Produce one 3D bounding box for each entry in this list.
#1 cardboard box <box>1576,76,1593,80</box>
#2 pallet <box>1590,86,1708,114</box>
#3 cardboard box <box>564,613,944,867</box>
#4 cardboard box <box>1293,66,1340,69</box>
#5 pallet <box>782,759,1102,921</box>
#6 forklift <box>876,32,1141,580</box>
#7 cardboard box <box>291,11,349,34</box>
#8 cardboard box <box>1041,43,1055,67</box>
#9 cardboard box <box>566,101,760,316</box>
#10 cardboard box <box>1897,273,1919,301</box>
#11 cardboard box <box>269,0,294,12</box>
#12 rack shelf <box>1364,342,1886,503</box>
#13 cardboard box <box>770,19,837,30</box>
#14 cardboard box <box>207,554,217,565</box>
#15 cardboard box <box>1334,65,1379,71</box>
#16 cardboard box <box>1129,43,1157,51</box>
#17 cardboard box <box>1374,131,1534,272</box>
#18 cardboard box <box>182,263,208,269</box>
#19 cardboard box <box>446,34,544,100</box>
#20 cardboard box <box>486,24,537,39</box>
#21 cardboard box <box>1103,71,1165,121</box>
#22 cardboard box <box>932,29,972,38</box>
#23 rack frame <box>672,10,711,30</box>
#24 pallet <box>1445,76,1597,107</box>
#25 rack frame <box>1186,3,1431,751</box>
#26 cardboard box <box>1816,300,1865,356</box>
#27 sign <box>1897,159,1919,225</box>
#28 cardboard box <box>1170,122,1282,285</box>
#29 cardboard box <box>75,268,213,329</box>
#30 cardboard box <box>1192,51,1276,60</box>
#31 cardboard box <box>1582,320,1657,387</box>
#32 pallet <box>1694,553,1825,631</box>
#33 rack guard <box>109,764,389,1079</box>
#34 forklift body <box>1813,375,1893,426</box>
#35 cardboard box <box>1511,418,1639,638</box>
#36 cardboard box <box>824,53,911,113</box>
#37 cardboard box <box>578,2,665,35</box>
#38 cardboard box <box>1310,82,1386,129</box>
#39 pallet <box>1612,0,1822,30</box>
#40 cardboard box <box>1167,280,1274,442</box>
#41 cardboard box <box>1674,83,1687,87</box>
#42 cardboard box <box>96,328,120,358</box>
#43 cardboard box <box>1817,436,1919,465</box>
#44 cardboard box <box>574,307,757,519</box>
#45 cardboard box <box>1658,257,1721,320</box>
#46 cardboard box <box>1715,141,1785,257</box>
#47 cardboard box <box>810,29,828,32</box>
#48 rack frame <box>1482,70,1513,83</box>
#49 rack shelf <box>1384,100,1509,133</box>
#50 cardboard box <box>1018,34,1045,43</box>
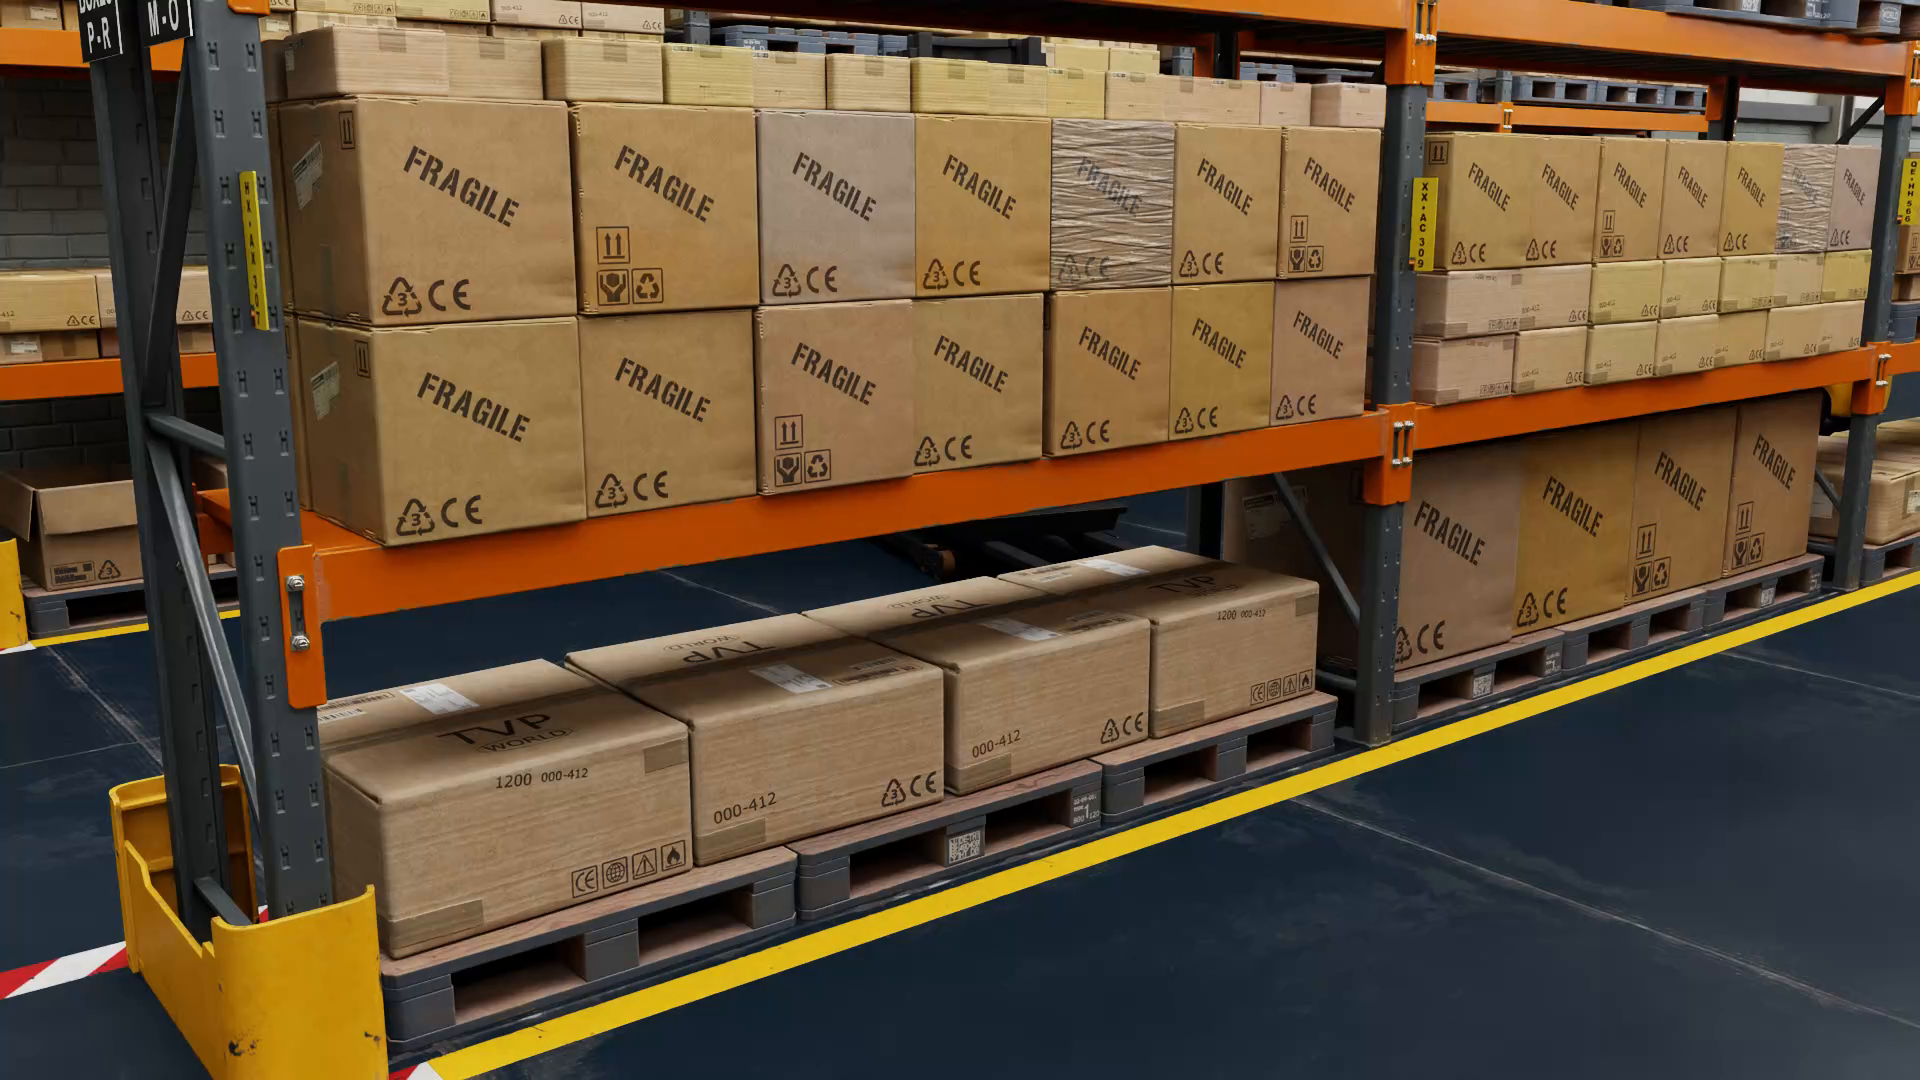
[{"bbox_3d":[5.587,-4.302,15.300,0.250,0.149,0.380,-9,15,-36],"label":"cardboard box"},{"bbox_3d":[7.002,-4.450,16.857,1.213,0.211,1.003,-9,15,-38],"label":"pallet"},{"bbox_3d":[-0.657,0.593,5.273,0.875,0.438,0.875,-9,15,-36],"label":"cardboard box"},{"bbox_3d":[2.939,-3.972,13.701,0.250,0.166,0.380,-9,15,-38],"label":"cardboard box"},{"bbox_3d":[-0.292,0.857,5.585,1.213,0.211,1.003,-9,15,-38],"label":"pallet"},{"bbox_3d":[0.254,-1.316,9.268,1.130,2.935,3.031,-5,13,-23],"label":"forklift"},{"bbox_3d":[-3.271,-2.569,8.389,0.250,0.149,0.380,-9,15,-38],"label":"cardboard box"},{"bbox_3d":[0.292,-3.233,11.274,0.500,0.250,0.500,-9,15,-38],"label":"cardboard box"},{"bbox_3d":[-0.868,-0.855,4.288,0.500,0.500,0.500,-10,16,-39],"label":"cardboard box"},{"bbox_3d":[5.039,-1.397,9.080,0.250,0.149,0.380,-11,16,-41],"label":"cardboard box"},{"bbox_3d":[-3.615,-2.724,8.159,0.500,0.250,0.500,-10,16,-39],"label":"cardboard box"},{"bbox_3d":[2.866,-0.660,7.746,4.000,0.370,1.077,-9,15,-38],"label":"rack shelf"},{"bbox_3d":[-0.958,-3.206,10.139,0.250,0.149,0.380,-9,15,-37],"label":"cardboard box"},{"bbox_3d":[-4.030,0.039,8.578,0.250,0.149,0.380,-10,16,-40],"label":"cardboard box"},{"bbox_3d":[3.435,-4.040,13.674,0.500,0.311,0.500,-10,16,-40],"label":"cardboard box"},{"bbox_3d":[1.197,-3.580,11.945,0.250,0.149,0.380,-9,15,-37],"label":"cardboard box"},{"bbox_3d":[1.827,-1.301,6.385,0.500,0.500,0.500,-9,15,-37],"label":"cardboard box"},{"bbox_3d":[-3.937,-1.343,8.876,0.500,0.250,0.500,-9,15,-36],"label":"cardboard box"},{"bbox_3d":[-1.209,-1.135,4.044,0.250,0.149,0.380,-9,15,-36],"label":"cardboard box"},{"bbox_3d":[-2.499,-2.711,9.057,0.250,0.149,0.380,-10,15,-38],"label":"cardboard box"},{"bbox_3d":[0.428,-1.394,5.265,0.250,0.149,0.380,-10,15,-38],"label":"cardboard box"},{"bbox_3d":[-0.134,-3.333,10.737,0.250,0.149,0.380,-9,15,-36],"label":"cardboard box"},{"bbox_3d":[-1.800,-4.491,9.616,0.127,3.000,1.000,-9,15,-38],"label":"rack frame"},{"bbox_3d":[5.097,-4.134,15.366,1.213,0.211,1.003,-9,15,-38],"label":"pallet"},{"bbox_3d":[1.304,-0.752,6.450,0.127,3.000,1.000,-9,15,-38],"label":"rack frame"},{"bbox_3d":[4.195,-1.090,8.402,0.500,0.250,0.500,-10,16,-40],"label":"cardboard box"},{"bbox_3d":[4.777,-1.748,8.352,0.005,0.325,0.100,-9,15,-38],"label":"sign"},{"bbox_3d":[0.707,-1.120,5.532,0.500,0.500,0.500,-10,15,-38],"label":"cardboard box"},{"bbox_3d":[-4.007,-1.191,8.159,0.500,0.250,0.500,-9,15,-37],"label":"cardboard box"},{"bbox_3d":[2.042,-3.901,12.564,0.500,0.500,0.500,-9,15,-37],"label":"cardboard box"},{"bbox_3d":[2.626,-0.824,7.151,0.500,0.250,0.500,-10,15,-38],"label":"cardboard box"},{"bbox_3d":[3.765,0.183,8.759,1.213,0.211,1.003,-9,15,-38],"label":"pallet"},{"bbox_3d":[-1.838,0.993,4.250,0.348,0.500,1.175,-9,15,-38],"label":"rack guard"},{"bbox_3d":[7.230,-2.157,15.108,1.214,2.155,2.313,-9,15,-38],"label":"forklift body"},{"bbox_3d":[2.439,-0.130,7.625,0.875,0.875,0.875,-9,15,-36],"label":"cardboard box"},{"bbox_3d":[-0.347,-1.256,4.611,0.250,0.149,0.380,-9,15,-37],"label":"cardboard box"},{"bbox_3d":[-2.020,-2.993,9.426,0.500,0.250,0.500,-9,15,-37],"label":"cardboard box"},{"bbox_3d":[1.262,-1.516,5.837,0.250,0.149,0.380,-10,15,-39],"label":"cardboard box"},{"bbox_3d":[3.086,-2.408,7.482,1.213,0.211,1.003,-9,15,-35],"label":"pallet"},{"bbox_3d":[0.703,-0.632,5.642,0.500,0.500,0.500,-10,16,-39],"label":"cardboard box"},{"bbox_3d":[6.915,-4.580,16.327,0.258,0.266,0.396,-9,15,-38],"label":"cardboard box"},{"bbox_3d":[-4.142,-0.993,8.190,0.250,0.149,0.380,-10,15,-38],"label":"cardboard box"},{"bbox_3d":[5.446,-0.360,9.918,0.625,0.372,0.950,-10,15,-39],"label":"cardboard box"},{"bbox_3d":[-0.888,-0.368,4.399,0.500,0.500,0.500,-10,15,-38],"label":"cardboard box"},{"bbox_3d":[3.018,-1.134,7.405,0.500,0.250,0.500,-10,16,-39],"label":"cardboard box"},{"bbox_3d":[3.400,-1.568,7.646,0.500,0.500,0.500,-9,15,-38],"label":"cardboard box"},{"bbox_3d":[-1.060,-3.322,10.683,0.250,0.149,0.380,-10,16,-39],"label":"cardboard box"},{"bbox_3d":[4.447,-5.529,14.504,0.127,3.000,1.000,-9,15,-38],"label":"rack frame"},{"bbox_3d":[2.885,-3.451,13.668,4.000,0.370,1.077,-9,15,-38],"label":"rack shelf"},{"bbox_3d":[0.369,-3.456,11.361,0.250,0.149,0.380,-9,15,-37],"label":"cardboard box"}]
